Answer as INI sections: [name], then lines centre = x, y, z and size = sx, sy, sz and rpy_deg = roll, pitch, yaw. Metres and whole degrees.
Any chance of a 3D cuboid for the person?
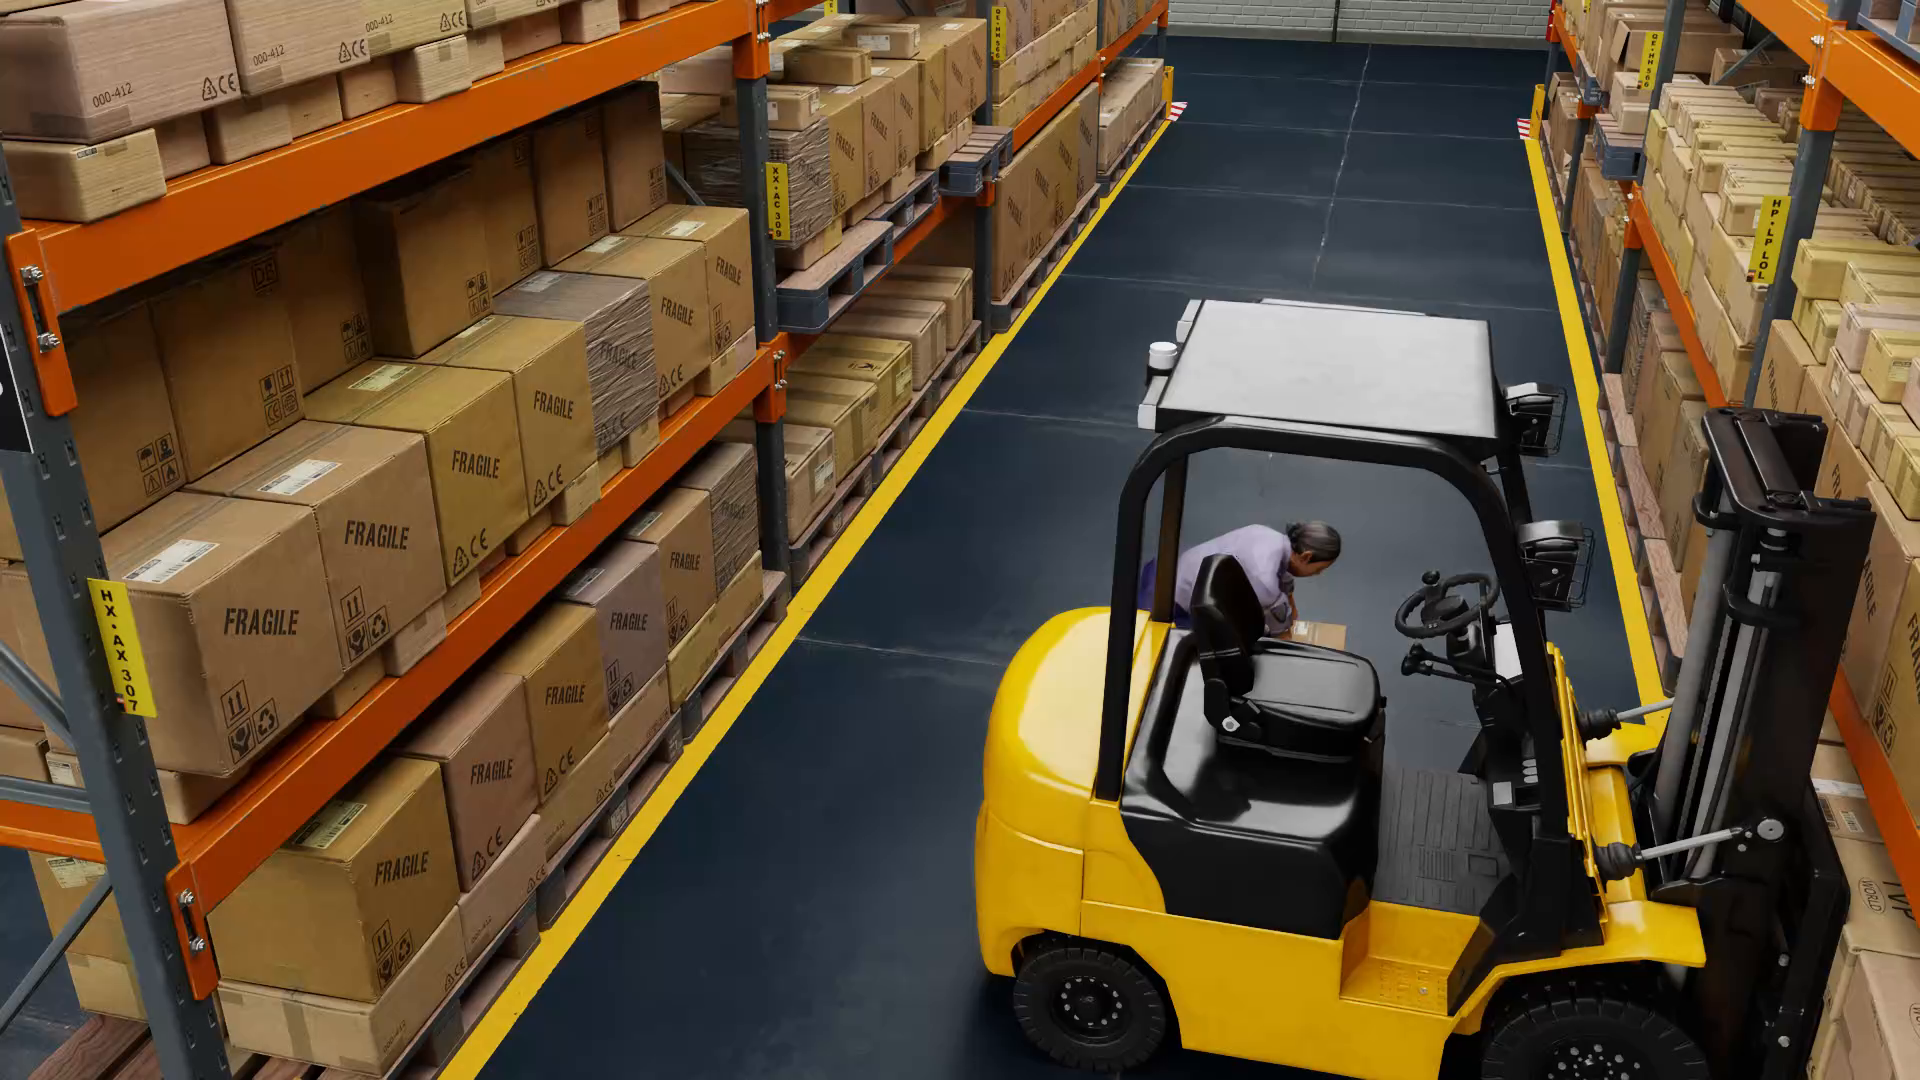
[person]
centre = 1.126, 0.348, 6.735
size = 0.789, 0.938, 0.491
rpy_deg = 6, 26, 12
